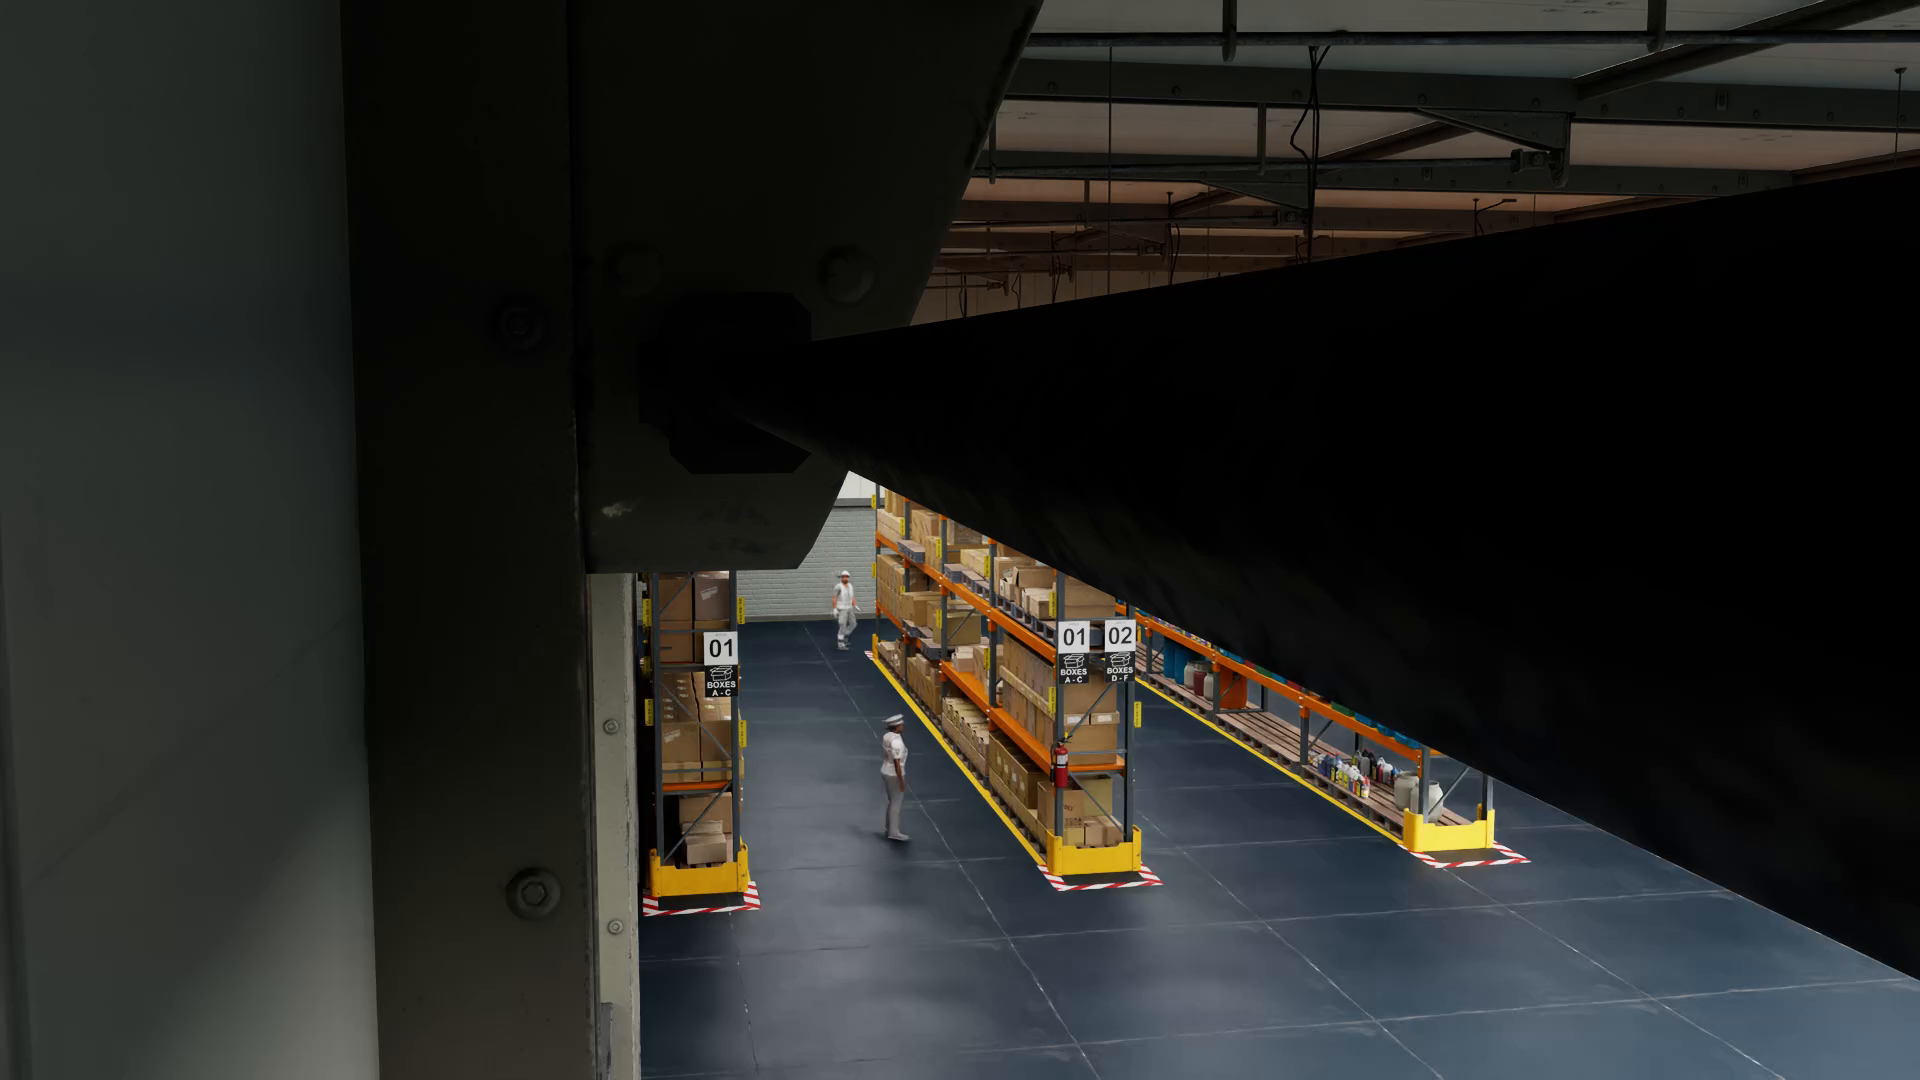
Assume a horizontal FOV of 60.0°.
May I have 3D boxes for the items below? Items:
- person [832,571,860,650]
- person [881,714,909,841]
[{"bbox_3d":[-2.556,1.588,37.565,0.493,1.791,0.584,3,6,25],"label":"person"},{"bbox_3d":[-0.888,3.232,22.475,0.348,1.753,0.533,-2,6,-16],"label":"person"}]
